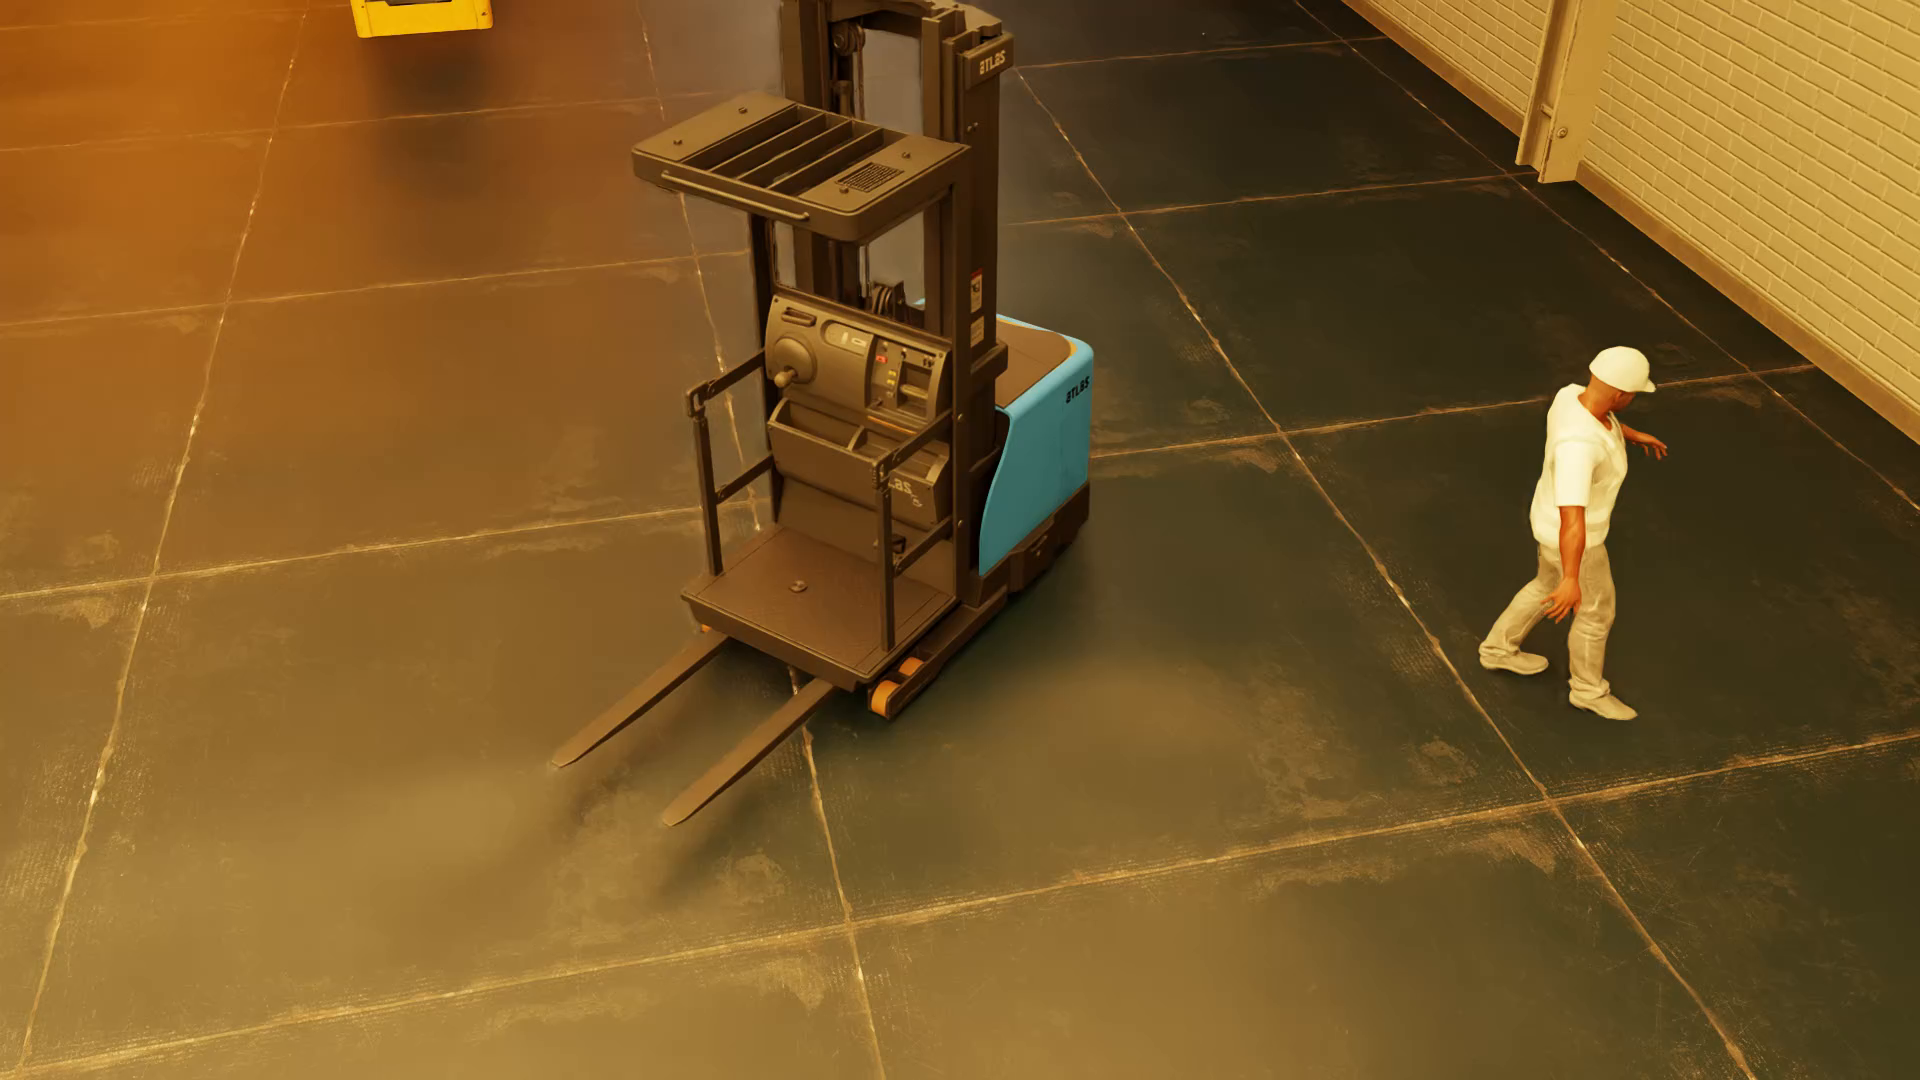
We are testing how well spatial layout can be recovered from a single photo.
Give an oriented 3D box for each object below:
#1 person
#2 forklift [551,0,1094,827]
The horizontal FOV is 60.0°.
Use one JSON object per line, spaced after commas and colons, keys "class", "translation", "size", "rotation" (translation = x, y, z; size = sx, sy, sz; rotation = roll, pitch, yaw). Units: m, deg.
{"class": "person", "translation": [2.727, -0.018, 7.122], "size": [0.707, 1.765, 1.052], "rotation": [8, 37, 11]}
{"class": "forklift", "translation": [-0.576, -0.713, 7.041], "size": [1.130, 2.935, 3.031], "rotation": [22, 41, 27]}
